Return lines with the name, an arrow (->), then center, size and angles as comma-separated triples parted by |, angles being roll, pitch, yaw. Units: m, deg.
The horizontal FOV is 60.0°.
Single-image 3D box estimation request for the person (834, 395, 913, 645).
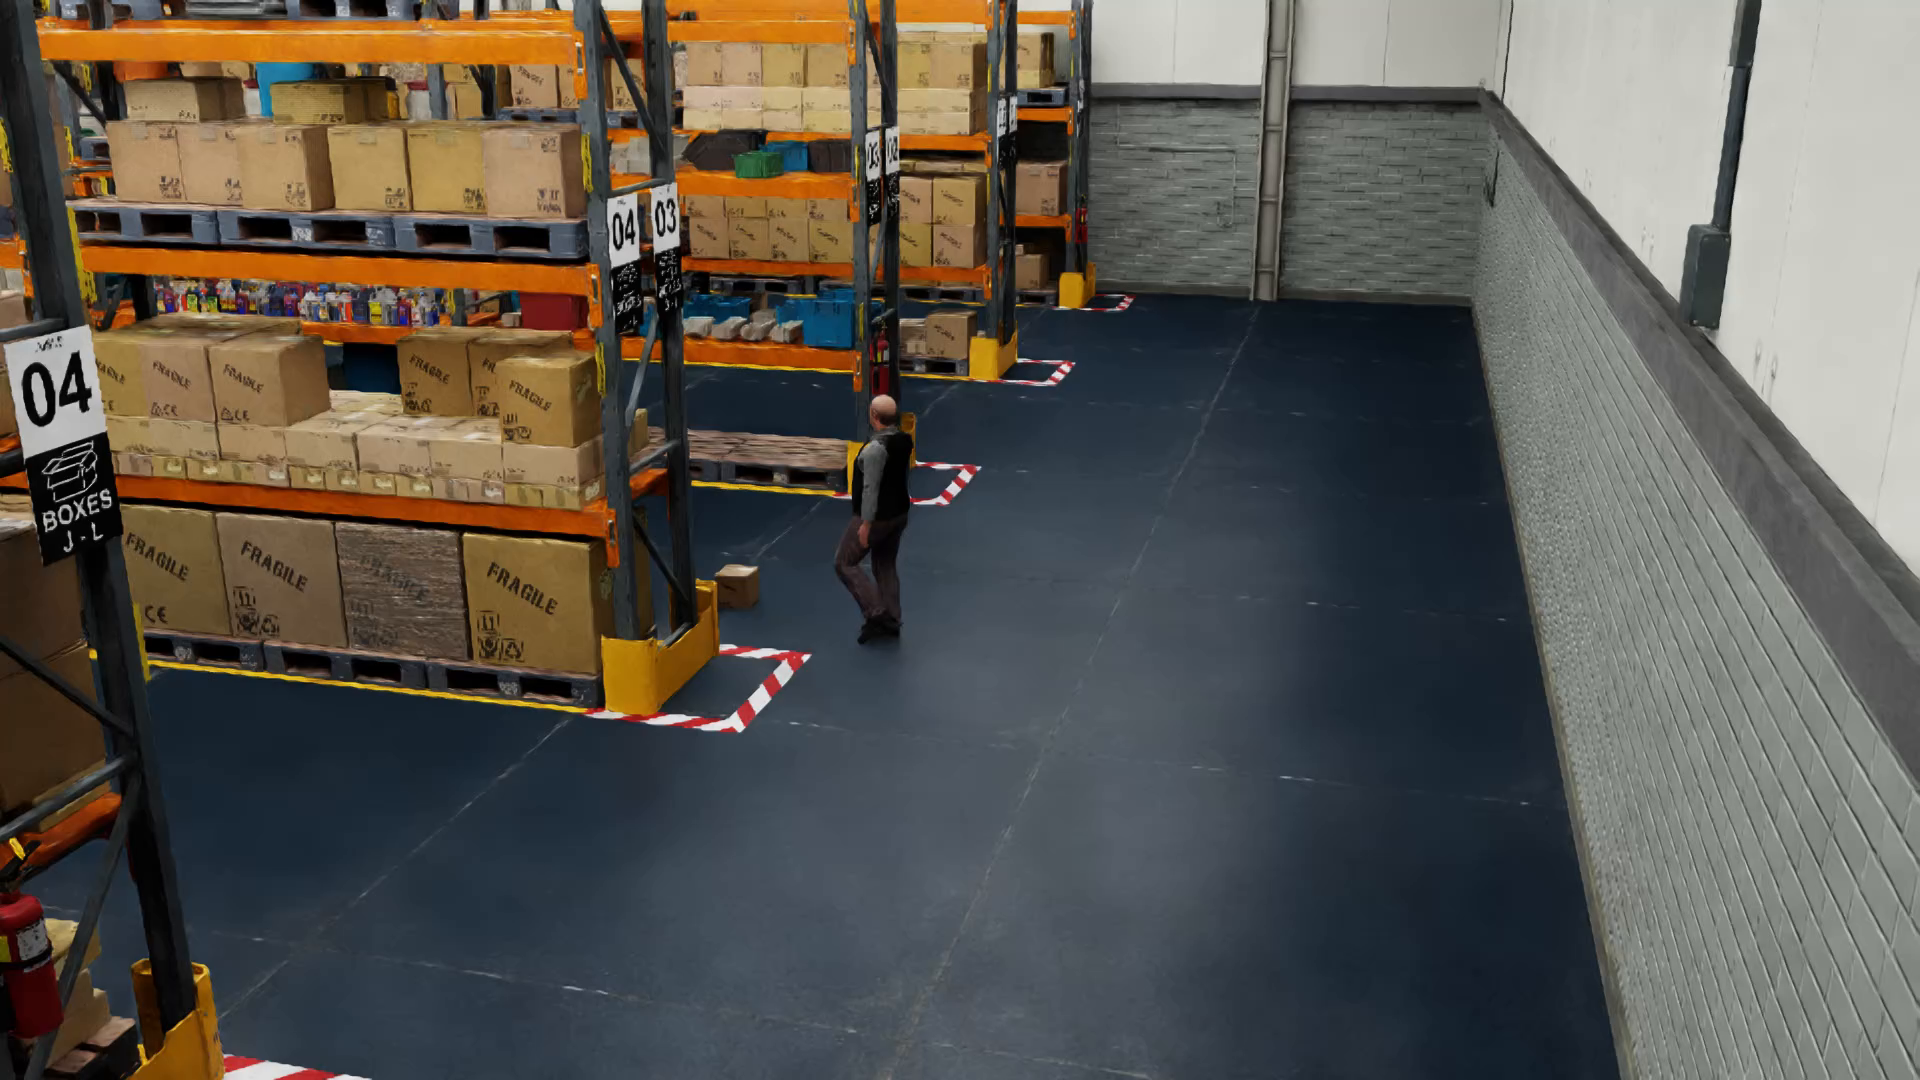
person -> -0.592, -0.155, 11.529 | 0.445, 1.740, 0.581 | 10, 21, 28
